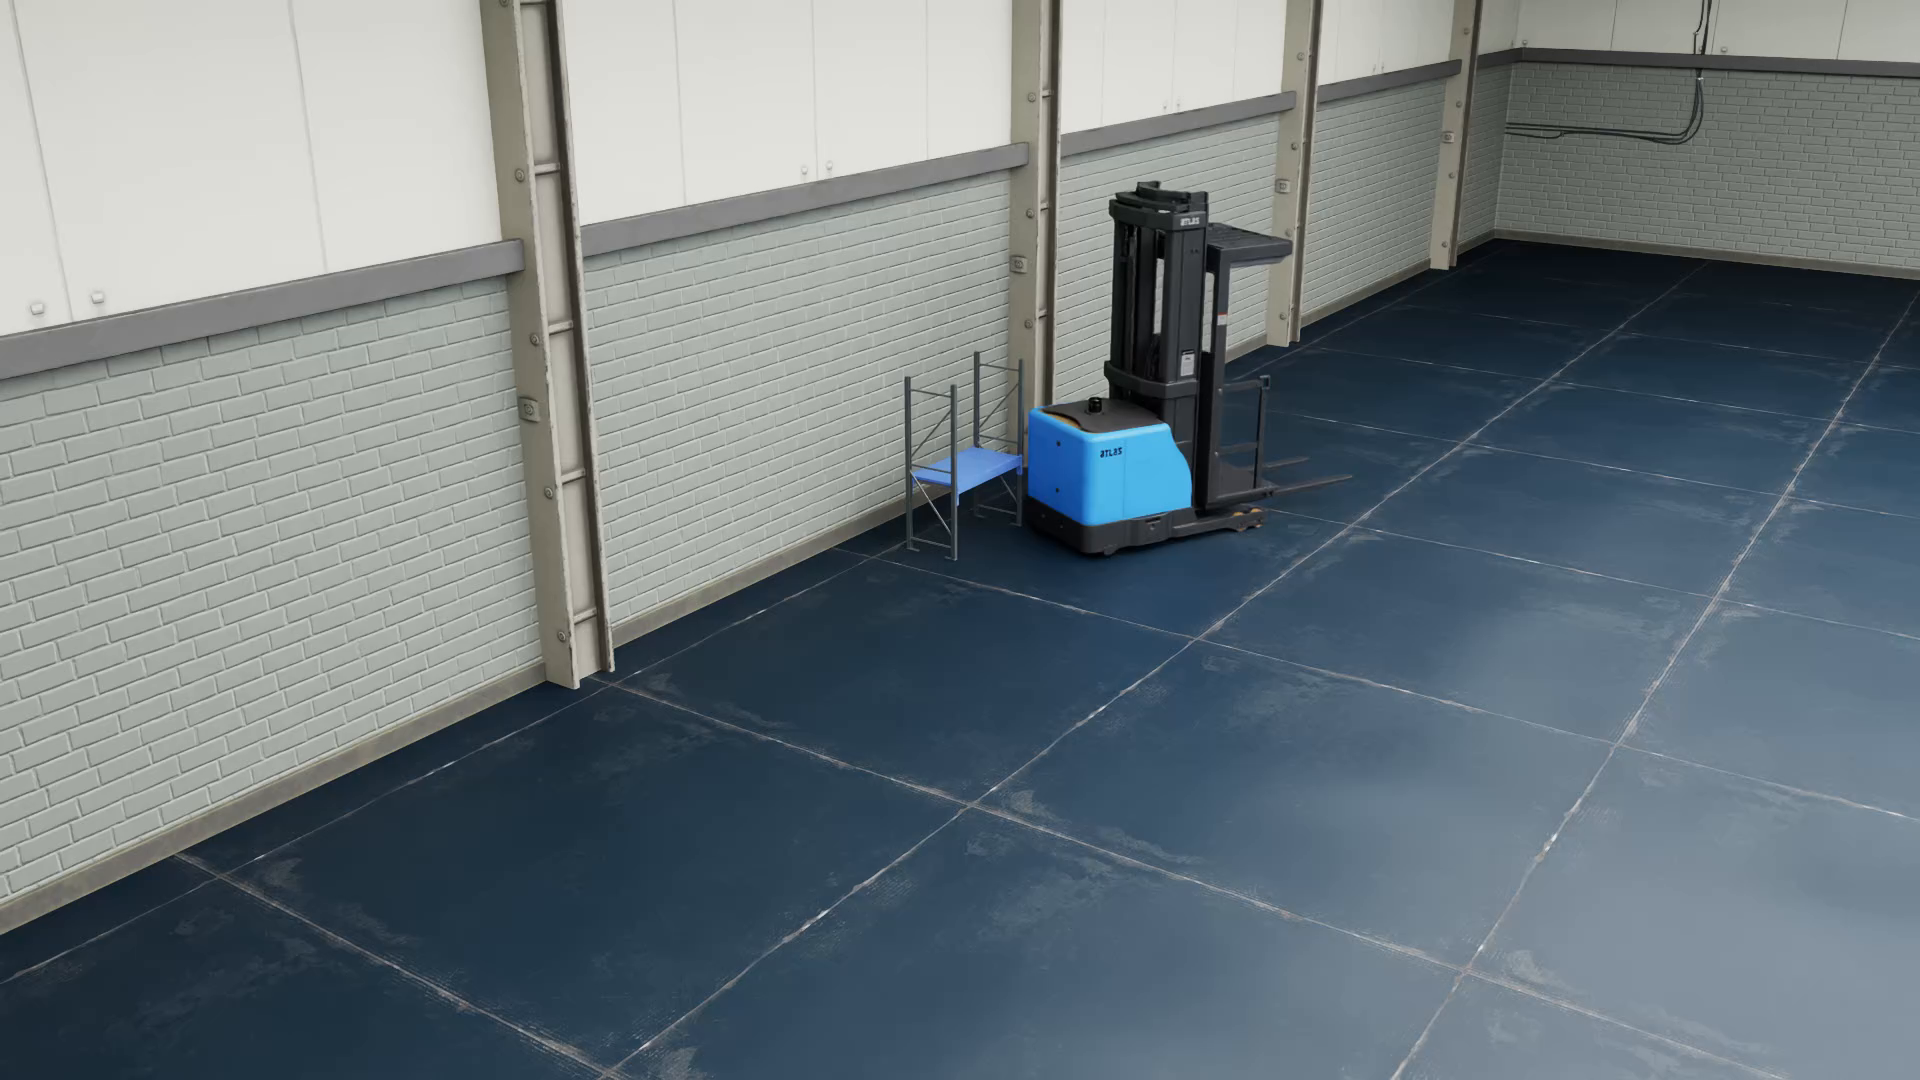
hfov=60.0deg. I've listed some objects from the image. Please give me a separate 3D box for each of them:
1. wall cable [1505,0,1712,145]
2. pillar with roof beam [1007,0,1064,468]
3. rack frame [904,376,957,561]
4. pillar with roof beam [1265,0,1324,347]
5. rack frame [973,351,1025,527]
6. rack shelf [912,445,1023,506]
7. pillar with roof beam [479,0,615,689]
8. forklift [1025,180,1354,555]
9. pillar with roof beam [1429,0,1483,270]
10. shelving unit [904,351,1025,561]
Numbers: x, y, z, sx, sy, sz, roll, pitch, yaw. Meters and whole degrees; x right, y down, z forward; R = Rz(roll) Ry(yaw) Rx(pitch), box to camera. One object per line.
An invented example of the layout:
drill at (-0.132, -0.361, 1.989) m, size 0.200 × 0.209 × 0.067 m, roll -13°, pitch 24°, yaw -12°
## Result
wall cable at (10.190, -7.571, 26.237) m, size 3.097 × 2.526 × 0.112 m, roll 13°, pitch 24°, yaw 32°
pillar with roof beam at (4.255, -4.157, 12.532) m, size 9.100 × 9.000 × 0.400 m, roll 13°, pitch 24°, yaw 32°
rack frame at (-0.238, -0.582, 13.677) m, size 0.500 × 1.500 × 0.032 m, roll 13°, pitch 24°, yaw 32°
pillar with roof beam at (7.628, -5.879, 17.187) m, size 9.100 × 9.000 × 0.400 m, roll 13°, pitch 24°, yaw 32°
rack frame at (0.334, -0.874, 14.465) m, size 0.500 × 1.500 × 0.032 m, roll 13°, pitch 24°, yaw 32°
rack shelf at (0.048, -0.559, 14.133) m, size 0.538 × 0.185 × 1.000 m, roll 13°, pitch 24°, yaw 32°
pillar with roof beam at (0.882, -2.436, 7.878) m, size 9.100 × 9.000 × 0.400 m, roll 13°, pitch 24°, yaw 32°
forklift at (2.114, -1.596, 14.356) m, size 3.031 × 2.935 × 1.130 m, roll -11°, pitch 23°, yaw -27°
pillar with roof beam at (11.001, -7.600, 21.841) m, size 9.100 × 9.000 × 0.400 m, roll 13°, pitch 24°, yaw 32°
shelving unit at (0.048, -0.728, 14.071) m, size 0.538 × 1.500 × 1.048 m, roll 13°, pitch 24°, yaw 32°
